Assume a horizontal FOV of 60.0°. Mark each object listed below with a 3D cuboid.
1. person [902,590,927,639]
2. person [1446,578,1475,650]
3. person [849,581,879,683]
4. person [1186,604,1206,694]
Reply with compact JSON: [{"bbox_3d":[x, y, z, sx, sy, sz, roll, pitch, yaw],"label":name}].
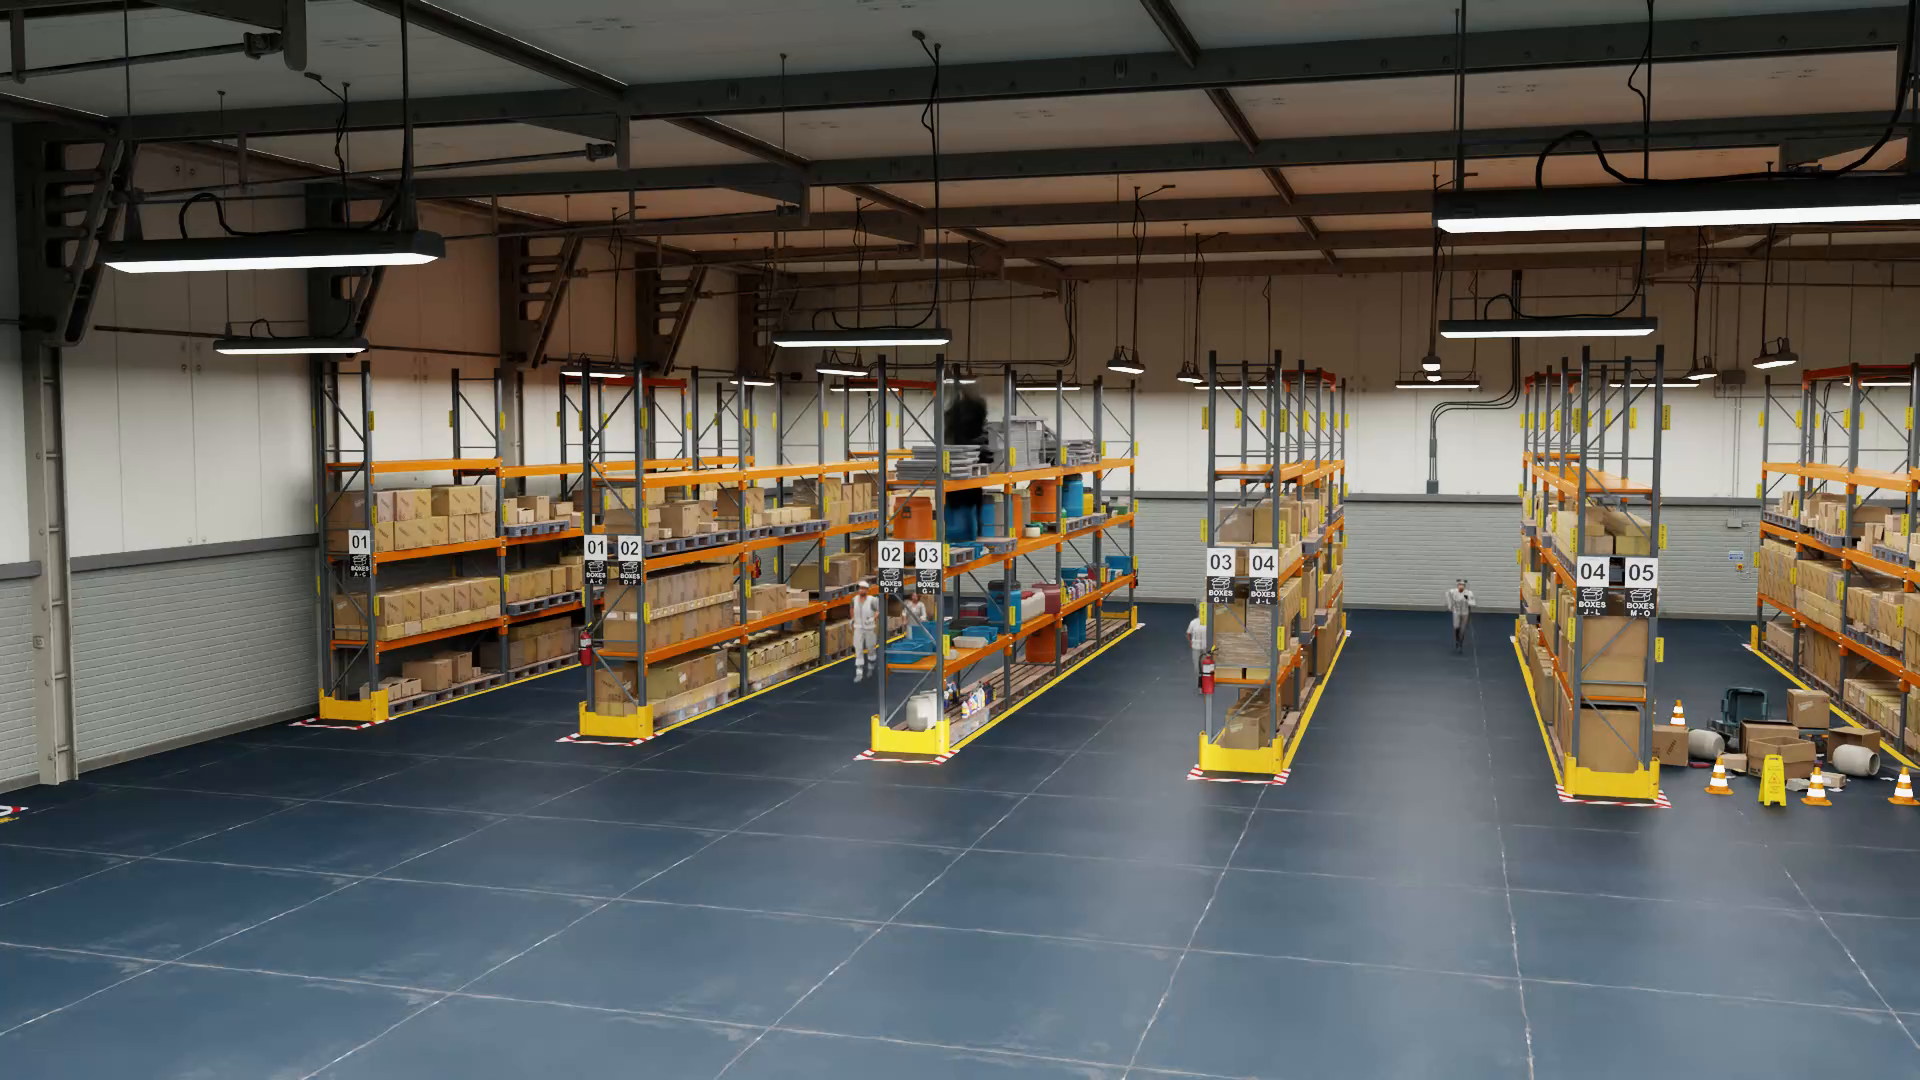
[{"bbox_3d":[-0.924,1.809,33.497,0.506,1.582,0.656,0,4,2],"label":"person"},{"bbox_3d":[10.802,1.609,35.908,0.600,1.608,0.834,1,4,14],"label":"person"},{"bbox_3d":[-1.736,1.651,30.370,0.658,1.819,0.886,1,4,11],"label":"person"},{"bbox_3d":[4.434,1.993,30.590,0.573,1.644,0.566,1,4,11],"label":"person"}]
